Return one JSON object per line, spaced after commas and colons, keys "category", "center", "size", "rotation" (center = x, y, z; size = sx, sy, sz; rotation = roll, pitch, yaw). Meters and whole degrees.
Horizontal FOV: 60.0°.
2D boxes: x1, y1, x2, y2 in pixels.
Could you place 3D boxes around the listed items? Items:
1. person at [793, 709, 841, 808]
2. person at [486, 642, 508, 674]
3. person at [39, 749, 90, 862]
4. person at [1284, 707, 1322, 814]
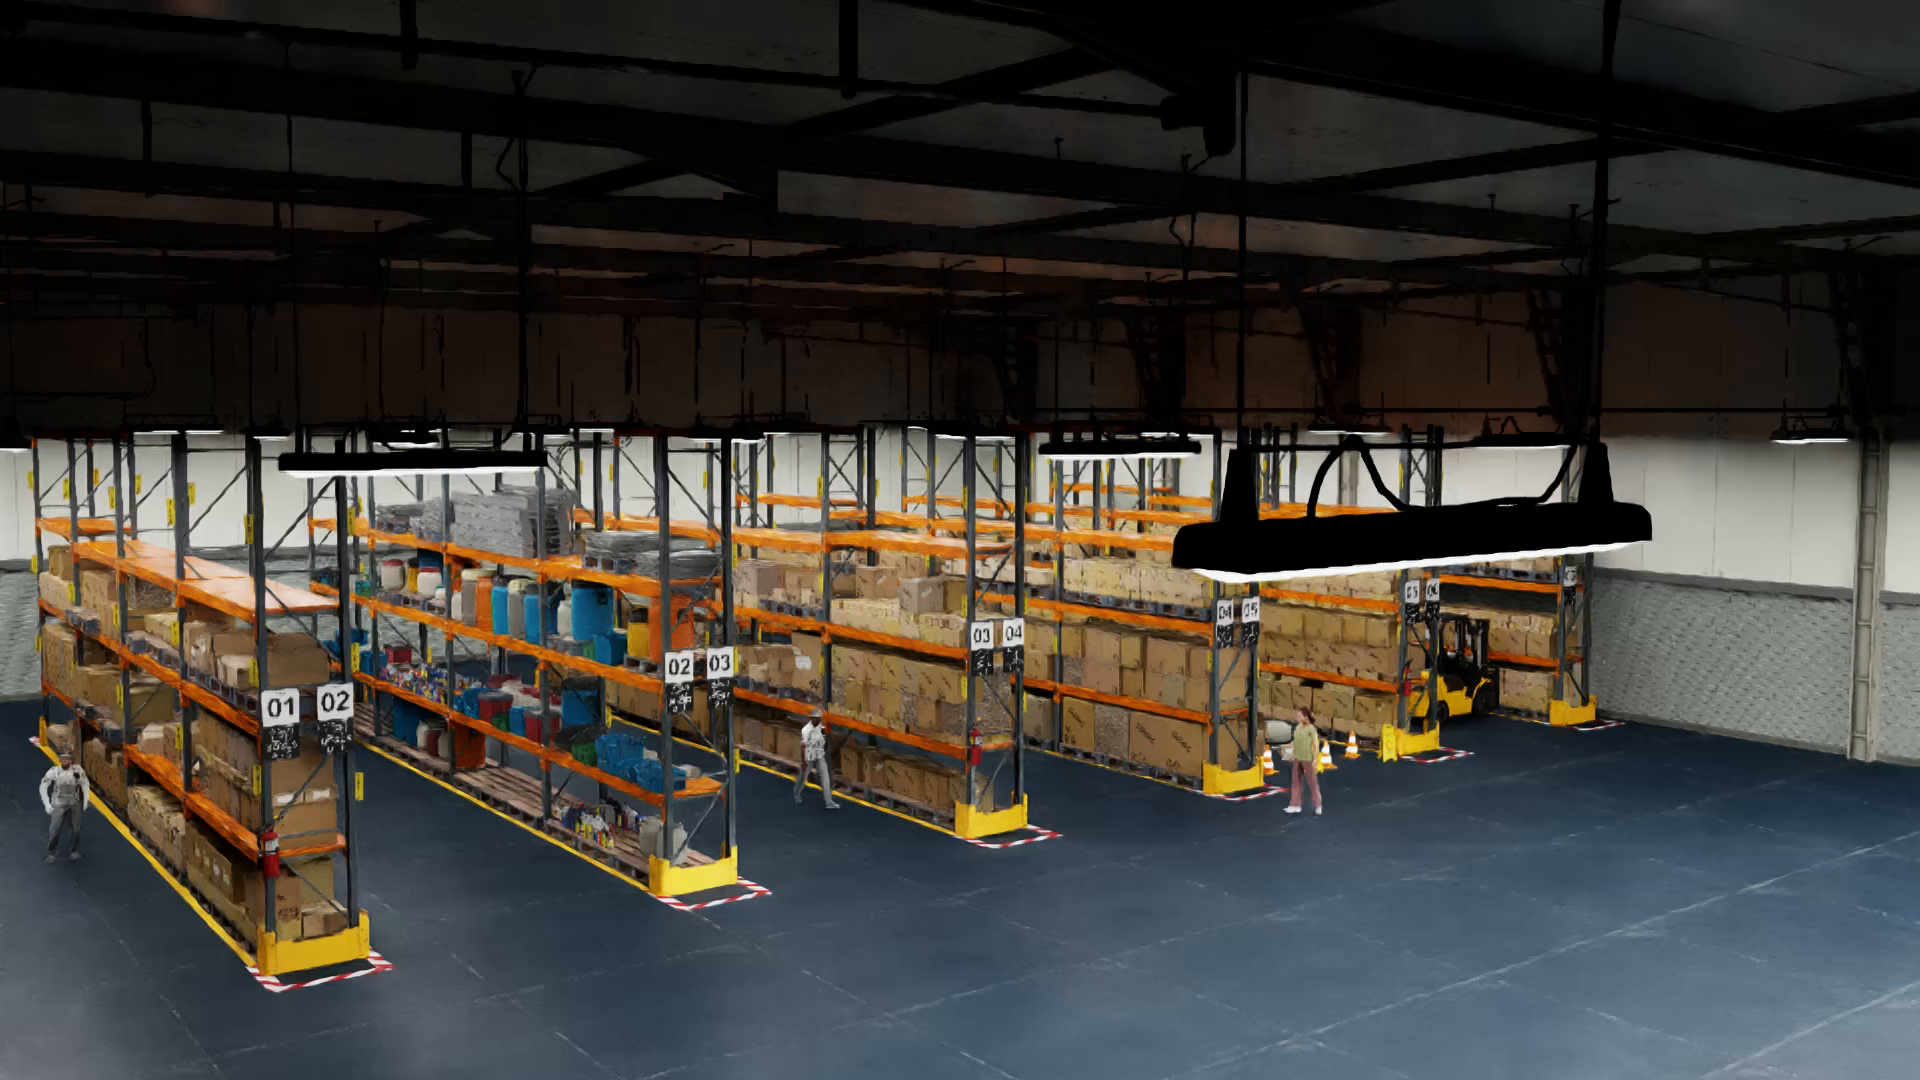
{"category": "person", "center": [-2.328, 3.439, 26.428], "size": [0.456, 1.576, 1.088], "rotation": [-3, 5, -34]}
{"category": "person", "center": [-10.439, 2.559, 37.611], "size": [0.540, 1.668, 0.465], "rotation": [-1, 5, -12]}
{"category": "person", "center": [-12.524, 3.696, 23.278], "size": [0.639, 1.632, 0.512], "rotation": [-4, 6, -38]}
{"category": "person", "center": [5.389, 3.446, 26.099], "size": [0.571, 1.668, 0.620], "rotation": [-3, 5, -34]}
